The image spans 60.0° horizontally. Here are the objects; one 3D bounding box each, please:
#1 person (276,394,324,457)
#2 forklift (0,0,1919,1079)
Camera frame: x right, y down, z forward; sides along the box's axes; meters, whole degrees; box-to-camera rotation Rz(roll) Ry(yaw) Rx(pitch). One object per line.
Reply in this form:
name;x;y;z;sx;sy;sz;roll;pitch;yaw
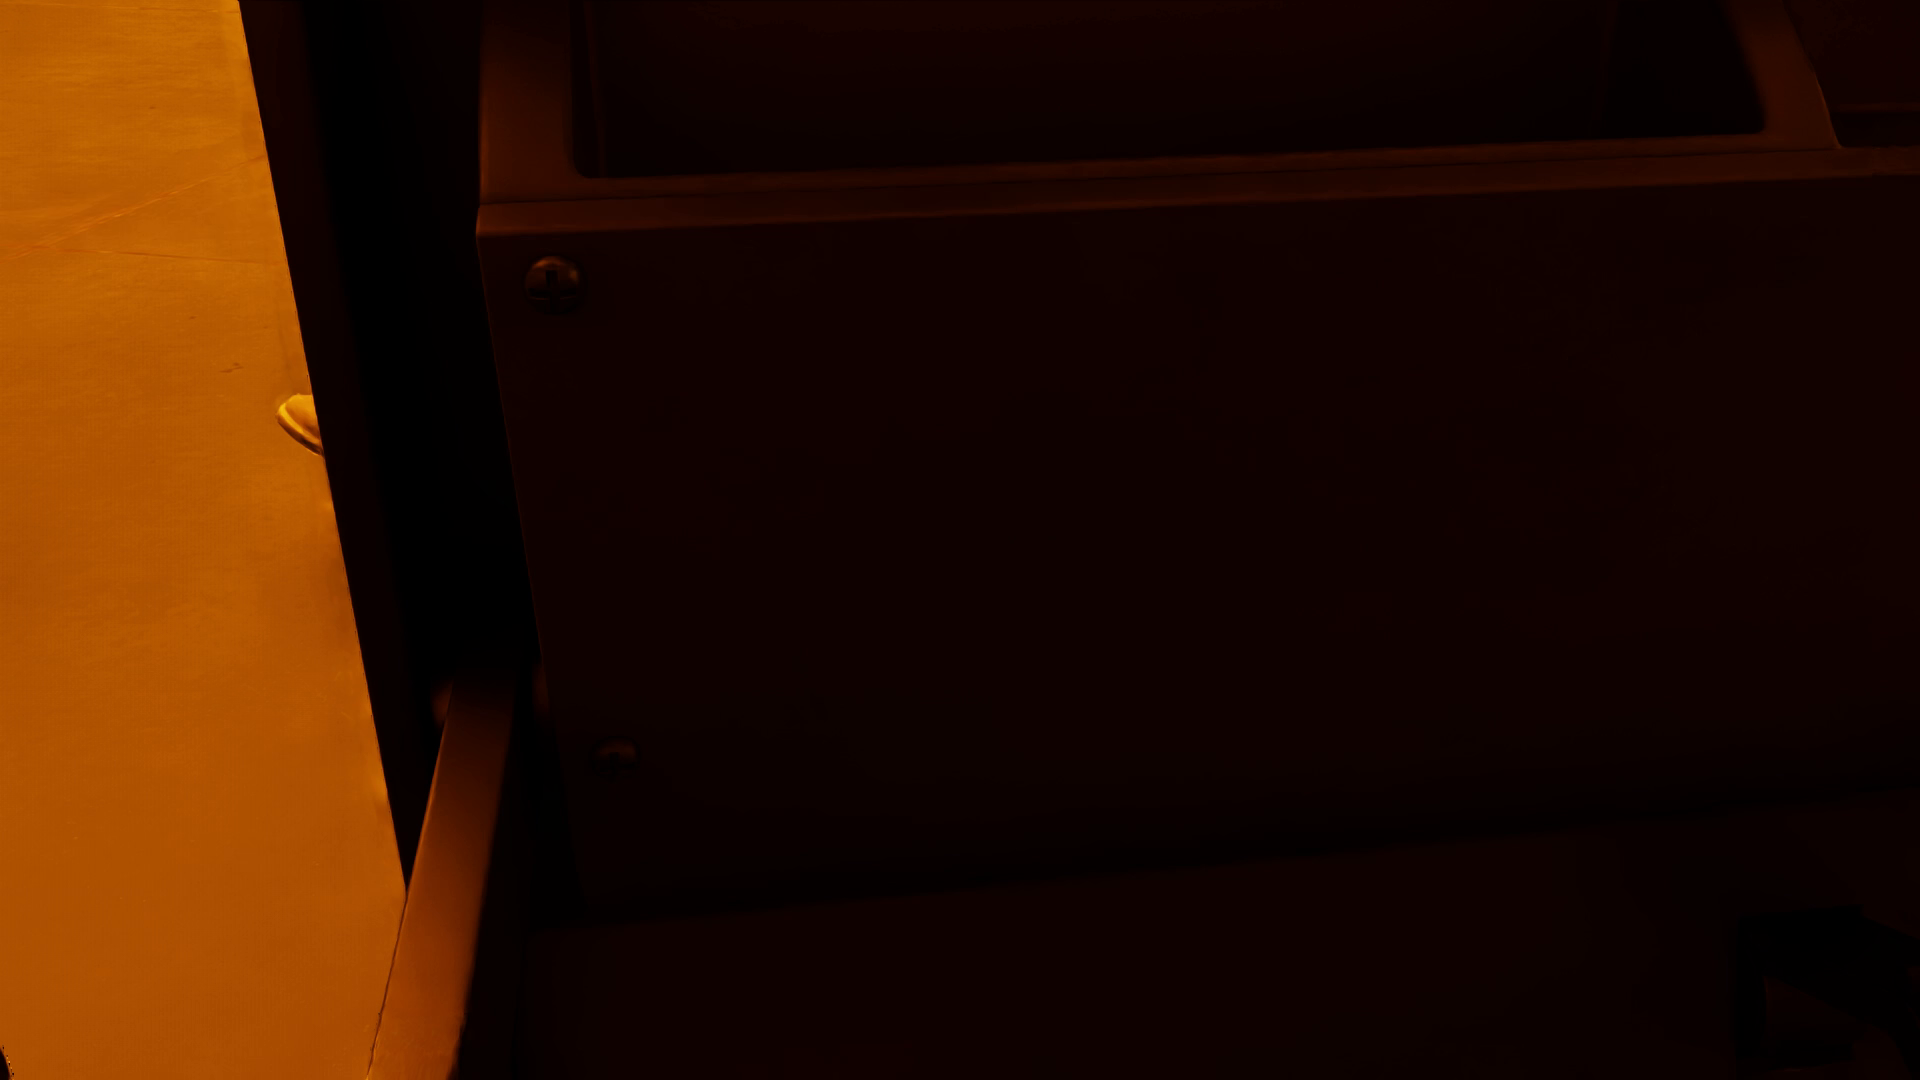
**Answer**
person;-0.591;-0.745;2.206;0.884;1.605;0.605;-3;27;-6
forklift;0.333;-0.501;0.240;1.130;2.935;3.031;-4;27;-8
